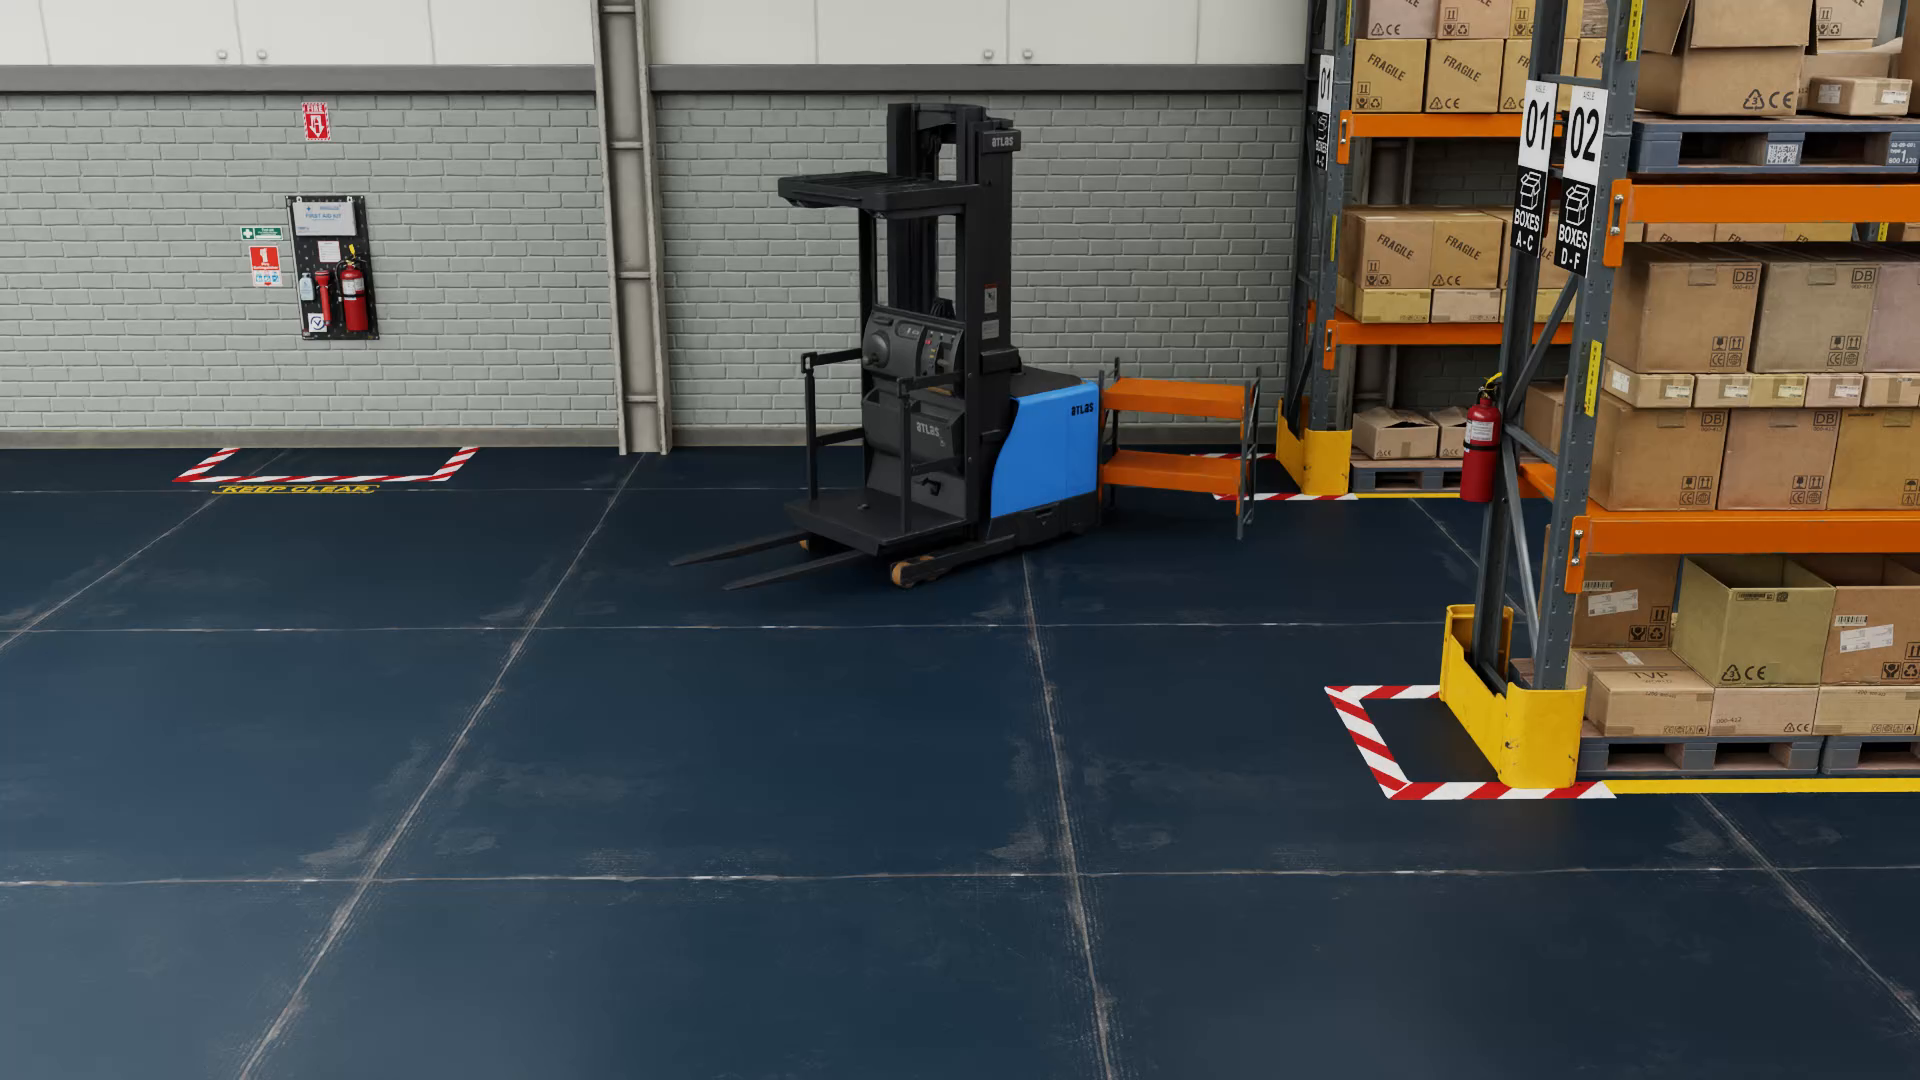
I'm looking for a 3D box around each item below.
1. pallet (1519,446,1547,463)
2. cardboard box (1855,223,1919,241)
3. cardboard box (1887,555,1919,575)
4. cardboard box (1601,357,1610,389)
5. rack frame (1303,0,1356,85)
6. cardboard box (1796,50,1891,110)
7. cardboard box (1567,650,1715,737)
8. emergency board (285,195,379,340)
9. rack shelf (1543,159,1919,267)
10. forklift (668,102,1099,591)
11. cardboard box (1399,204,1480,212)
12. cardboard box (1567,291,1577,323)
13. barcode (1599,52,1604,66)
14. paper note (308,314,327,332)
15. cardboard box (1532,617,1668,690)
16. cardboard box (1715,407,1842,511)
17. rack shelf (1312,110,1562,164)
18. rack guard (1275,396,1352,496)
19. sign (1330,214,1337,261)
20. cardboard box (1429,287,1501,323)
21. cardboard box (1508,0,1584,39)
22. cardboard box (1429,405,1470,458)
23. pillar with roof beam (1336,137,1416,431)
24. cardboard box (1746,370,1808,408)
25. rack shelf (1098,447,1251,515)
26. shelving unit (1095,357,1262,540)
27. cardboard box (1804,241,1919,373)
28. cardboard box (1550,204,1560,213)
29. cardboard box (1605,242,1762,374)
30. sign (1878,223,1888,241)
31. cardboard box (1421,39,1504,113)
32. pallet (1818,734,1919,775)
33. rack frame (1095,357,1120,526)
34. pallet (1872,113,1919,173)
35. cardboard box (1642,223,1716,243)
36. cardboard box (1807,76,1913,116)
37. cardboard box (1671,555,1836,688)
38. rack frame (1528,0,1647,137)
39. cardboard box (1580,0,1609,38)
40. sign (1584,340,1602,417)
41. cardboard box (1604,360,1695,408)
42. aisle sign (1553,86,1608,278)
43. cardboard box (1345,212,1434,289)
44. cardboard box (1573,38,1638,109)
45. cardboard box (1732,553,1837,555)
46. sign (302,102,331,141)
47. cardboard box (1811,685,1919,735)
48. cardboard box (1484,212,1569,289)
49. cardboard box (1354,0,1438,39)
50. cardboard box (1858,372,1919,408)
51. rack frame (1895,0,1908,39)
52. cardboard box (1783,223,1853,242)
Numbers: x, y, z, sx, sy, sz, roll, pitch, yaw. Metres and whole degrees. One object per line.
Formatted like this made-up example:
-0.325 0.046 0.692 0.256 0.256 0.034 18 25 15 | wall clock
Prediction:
4.799 -0.613 13.113 1.213 0.211 1.003 0 18 -1 | pallet
7.203 -2.211 12.644 0.500 0.500 0.700 0 18 -1 | cardboard box
4.815 0.382 8.033 0.500 0.500 0.500 0 18 -1 | cardboard box
3.155 -0.846 8.048 0.250 0.149 0.380 -1 18 -2 | cardboard box
2.694 -4.799 11.775 0.127 3.000 1.000 0 18 -1 | rack frame
3.923 -2.139 7.723 0.500 0.250 0.500 0 18 -1 | cardboard box
3.315 0.745 8.127 0.500 0.250 0.500 0 18 -1 | cardboard box
-5.091 -2.181 13.435 0.643 1.169 0.194 0 18 -1 | emergency board
4.775 -1.525 7.657 4.000 0.370 1.077 0 18 -1 | rack shelf
-0.468 -1.270 10.708 3.031 2.935 1.130 -15 23 -39 | forklift
3.665 -2.304 12.804 0.500 0.500 0.500 0 18 0 | cardboard box
4.720 -1.795 12.445 0.500 0.250 0.500 0 18 0 | cardboard box
3.070 -2.283 7.892 0.075 0.075 0.001 0 18 -1 | barcode
-5.269 -1.781 13.632 0.142 0.148 0.016 0 18 -1 | paper note
3.307 0.587 8.620 0.500 0.250 0.500 0 18 -1 | cardboard box
3.768 -0.479 7.967 0.500 0.500 0.700 0 18 1 | cardboard box
4.693 -3.038 12.373 4.000 0.370 1.077 0 18 -1 | rack shelf
2.770 -0.752 13.075 0.348 0.500 1.175 0 18 -1 | rack guard
2.702 -2.189 12.043 0.005 0.325 0.100 0 18 -1 | sign
3.705 -1.793 12.438 0.500 0.250 0.500 -1 18 -3 | cardboard box
4.097 -3.824 11.815 0.500 0.500 0.500 0 18 1 | cardboard box
3.957 -0.850 12.968 0.500 0.311 0.500 1 18 4 | cardboard box
3.448 -3.752 8.511 0.400 9.000 9.100 0 18 -1 | pillar with roof beam
3.685 -0.725 7.671 0.250 0.149 0.380 0 18 -1 | cardboard box
1.539 -0.428 11.842 1.000 0.278 0.538 6 19 18 | rack shelf
1.539 -0.661 11.767 1.048 1.125 0.538 6 19 18 | shelving unit
4.325 -1.100 7.779 0.500 0.500 0.700 0 18 -1 | cardboard box
4.685 -2.310 12.824 0.500 0.500 0.500 0 18 0 | cardboard box
3.295 -1.093 7.757 0.500 0.500 0.700 0 18 -1 | cardboard box
6.709 -2.208 12.103 0.005 0.325 0.100 0 18 -1 | sign
3.569 -3.345 11.956 0.500 0.500 0.500 1 18 3 | cardboard box
4.756 0.877 8.468 1.213 0.211 1.003 0 18 -1 | pallet
1.058 -0.712 11.924 0.032 1.125 0.500 6 19 18 | rack frame
4.706 -1.818 7.538 1.213 0.211 1.003 0 18 -1 | pallet
5.223 -2.157 12.345 0.500 0.500 0.500 -1 18 -2 | cardboard box
3.955 -1.956 7.320 0.250 0.149 0.380 0 18 -1 | cardboard box
3.815 0.385 8.022 0.500 0.500 0.500 0 18 -1 | cardboard box
2.776 -3.286 7.059 0.127 3.000 1.000 0 18 -1 | rack frame
4.662 -3.987 12.323 0.500 0.500 0.500 0 18 -1 | cardboard box
2.778 -0.710 7.302 0.005 0.325 0.100 0 18 -1 | sign
3.171 -0.722 7.662 0.250 0.149 0.380 0 18 -1 | cardboard box
2.715 -1.573 7.286 0.004 0.787 0.394 0 18 -1 | aisle sign
3.176 -2.148 12.318 0.500 0.500 0.500 0 18 -1 | cardboard box
4.624 -3.357 11.996 0.500 0.500 0.500 1 18 3 | cardboard box
4.307 0.220 8.537 0.500 0.500 0.500 0 18 -1 | cardboard box
-5.101 -3.315 13.175 0.199 0.298 0.001 0 18 -1 | sign
4.315 0.740 8.145 0.500 0.250 0.500 0 18 -1 | cardboard box
4.187 -2.148 12.318 0.500 0.500 0.500 -1 18 -3 | cardboard box
3.083 -3.832 11.837 0.500 0.500 0.500 -2 18 -5 | cardboard box
4.203 -0.727 7.679 0.250 0.149 0.380 -1 18 -3 | cardboard box
6.693 -4.818 11.835 0.127 3.000 1.000 0 18 -1 | rack frame
6.225 -2.160 12.355 0.500 0.500 0.500 0 18 -1 | cardboard box
